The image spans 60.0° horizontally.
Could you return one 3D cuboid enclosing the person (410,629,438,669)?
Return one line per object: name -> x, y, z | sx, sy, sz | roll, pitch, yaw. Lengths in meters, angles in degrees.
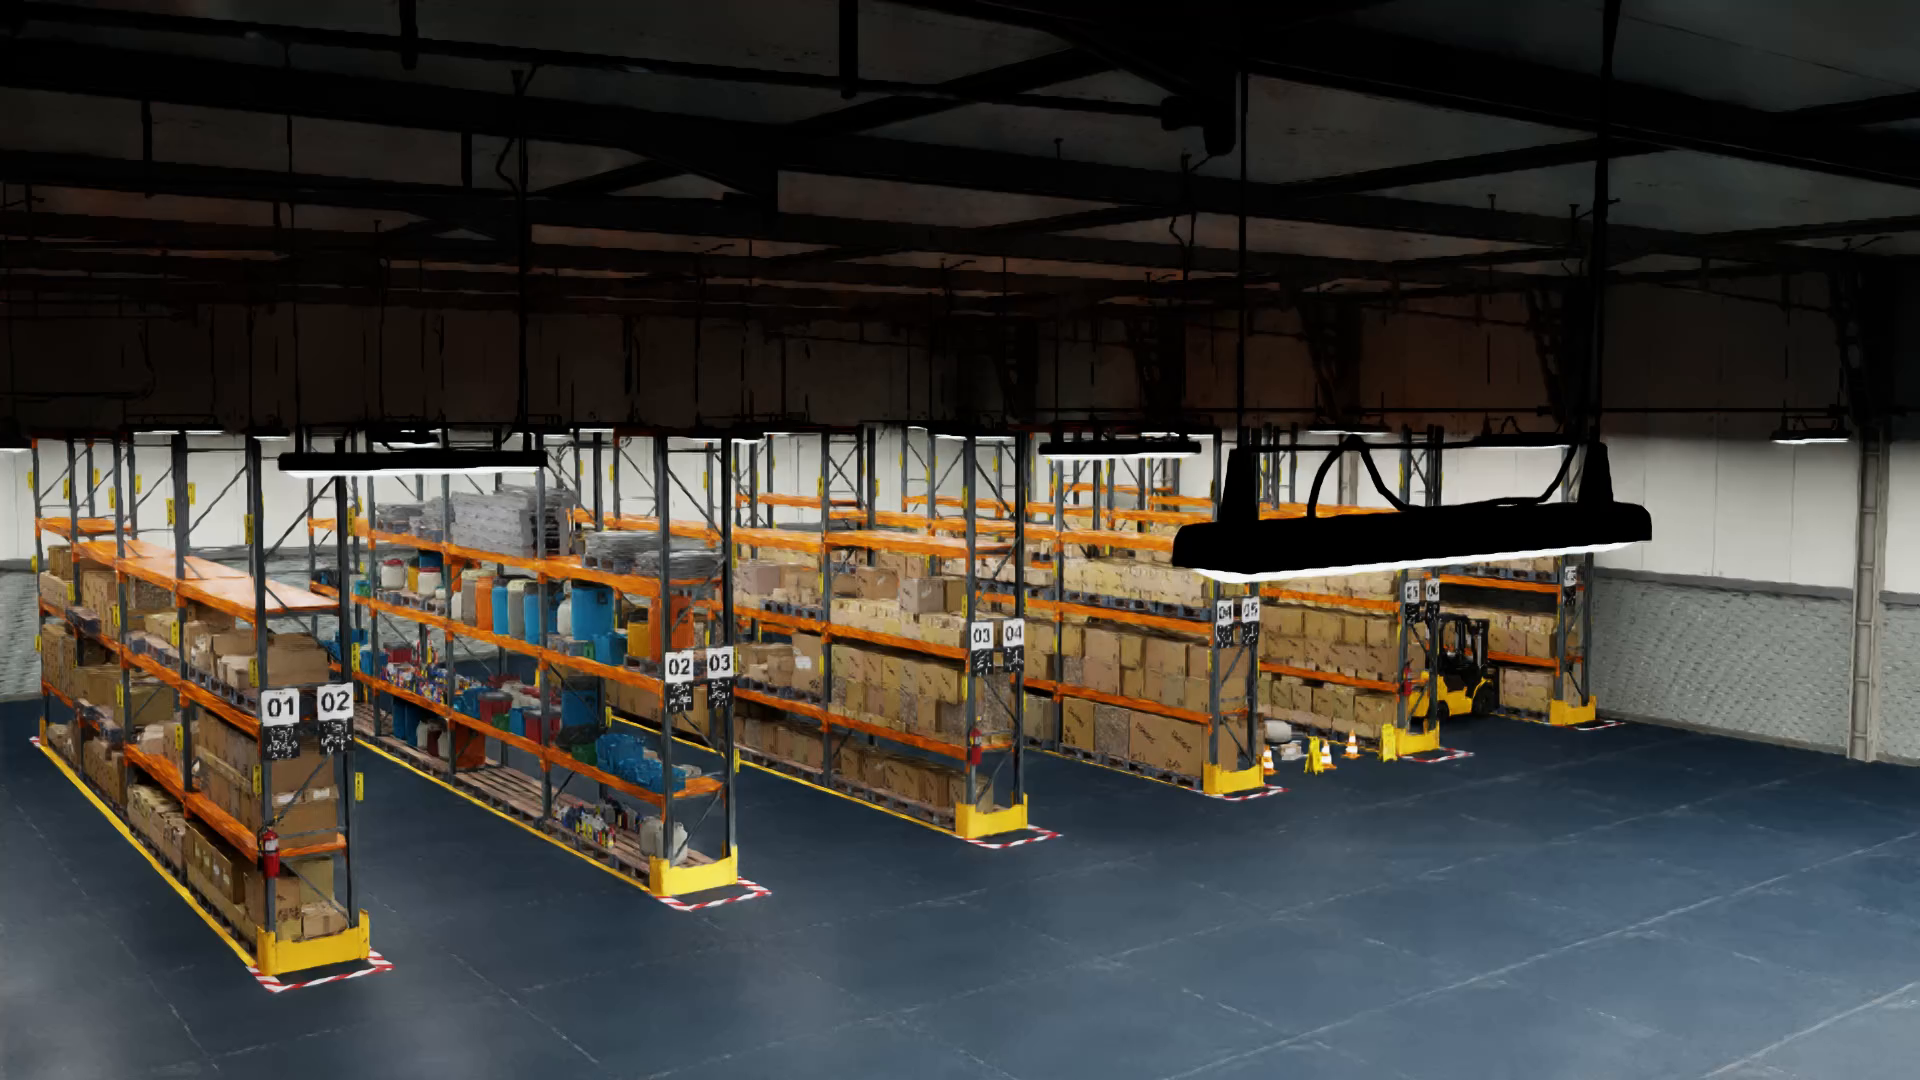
person -> -11.352, 2.714, 35.141 | 0.677, 1.741, 0.547 | -4, 6, -39
